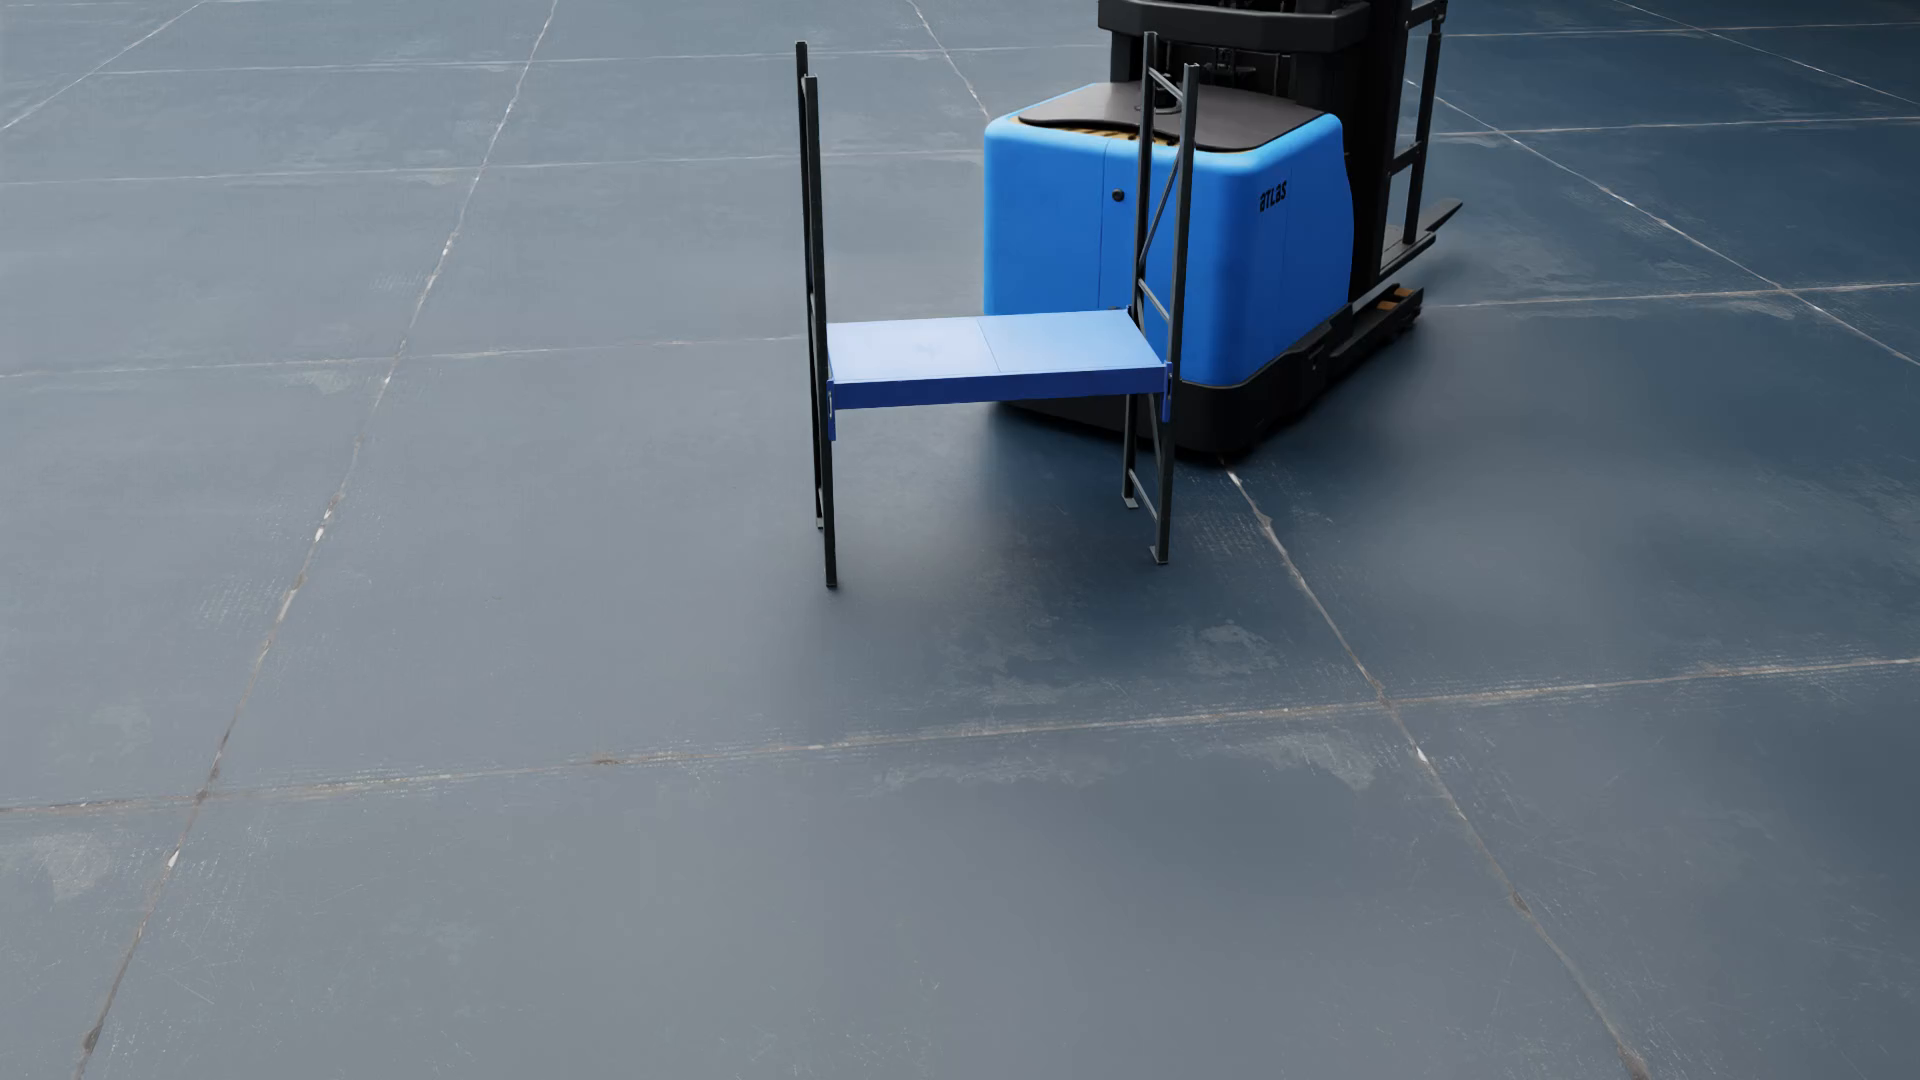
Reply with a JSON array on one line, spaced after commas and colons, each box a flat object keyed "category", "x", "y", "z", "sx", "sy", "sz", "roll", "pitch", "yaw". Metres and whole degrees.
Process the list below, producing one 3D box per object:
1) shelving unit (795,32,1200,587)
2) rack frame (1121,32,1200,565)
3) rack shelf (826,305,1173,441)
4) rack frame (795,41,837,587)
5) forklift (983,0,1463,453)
[{"category": "shelving unit", "x": 0.084, "y": -0.673, "z": 4.918, "sx": 1.048, "sy": 1.500, "sz": 0.538, "roll": -4, "pitch": 27, "yaw": -7}, {"category": "rack frame", "x": 0.588, "y": -0.705, "z": 4.981, "sx": 0.032, "sy": 1.500, "sz": 0.500, "roll": -4, "pitch": 27, "yaw": -7}, {"category": "rack shelf", "x": 0.084, "y": -0.513, "z": 5.000, "sx": 1.000, "sy": 0.185, "sz": 0.538, "roll": -4, "pitch": 27, "yaw": -7}, {"category": "rack frame", "x": -0.419, "y": -0.640, "z": 4.855, "sx": 0.032, "sy": 1.500, "sz": 0.500, "roll": -4, "pitch": 27, "yaw": -7}, {"category": "forklift", "x": 1.289, "y": -2.227, "z": 6.379, "sx": 1.130, "sy": 2.935, "sz": 3.031, "roll": 16, "pitch": 31, "yaw": 29}]
